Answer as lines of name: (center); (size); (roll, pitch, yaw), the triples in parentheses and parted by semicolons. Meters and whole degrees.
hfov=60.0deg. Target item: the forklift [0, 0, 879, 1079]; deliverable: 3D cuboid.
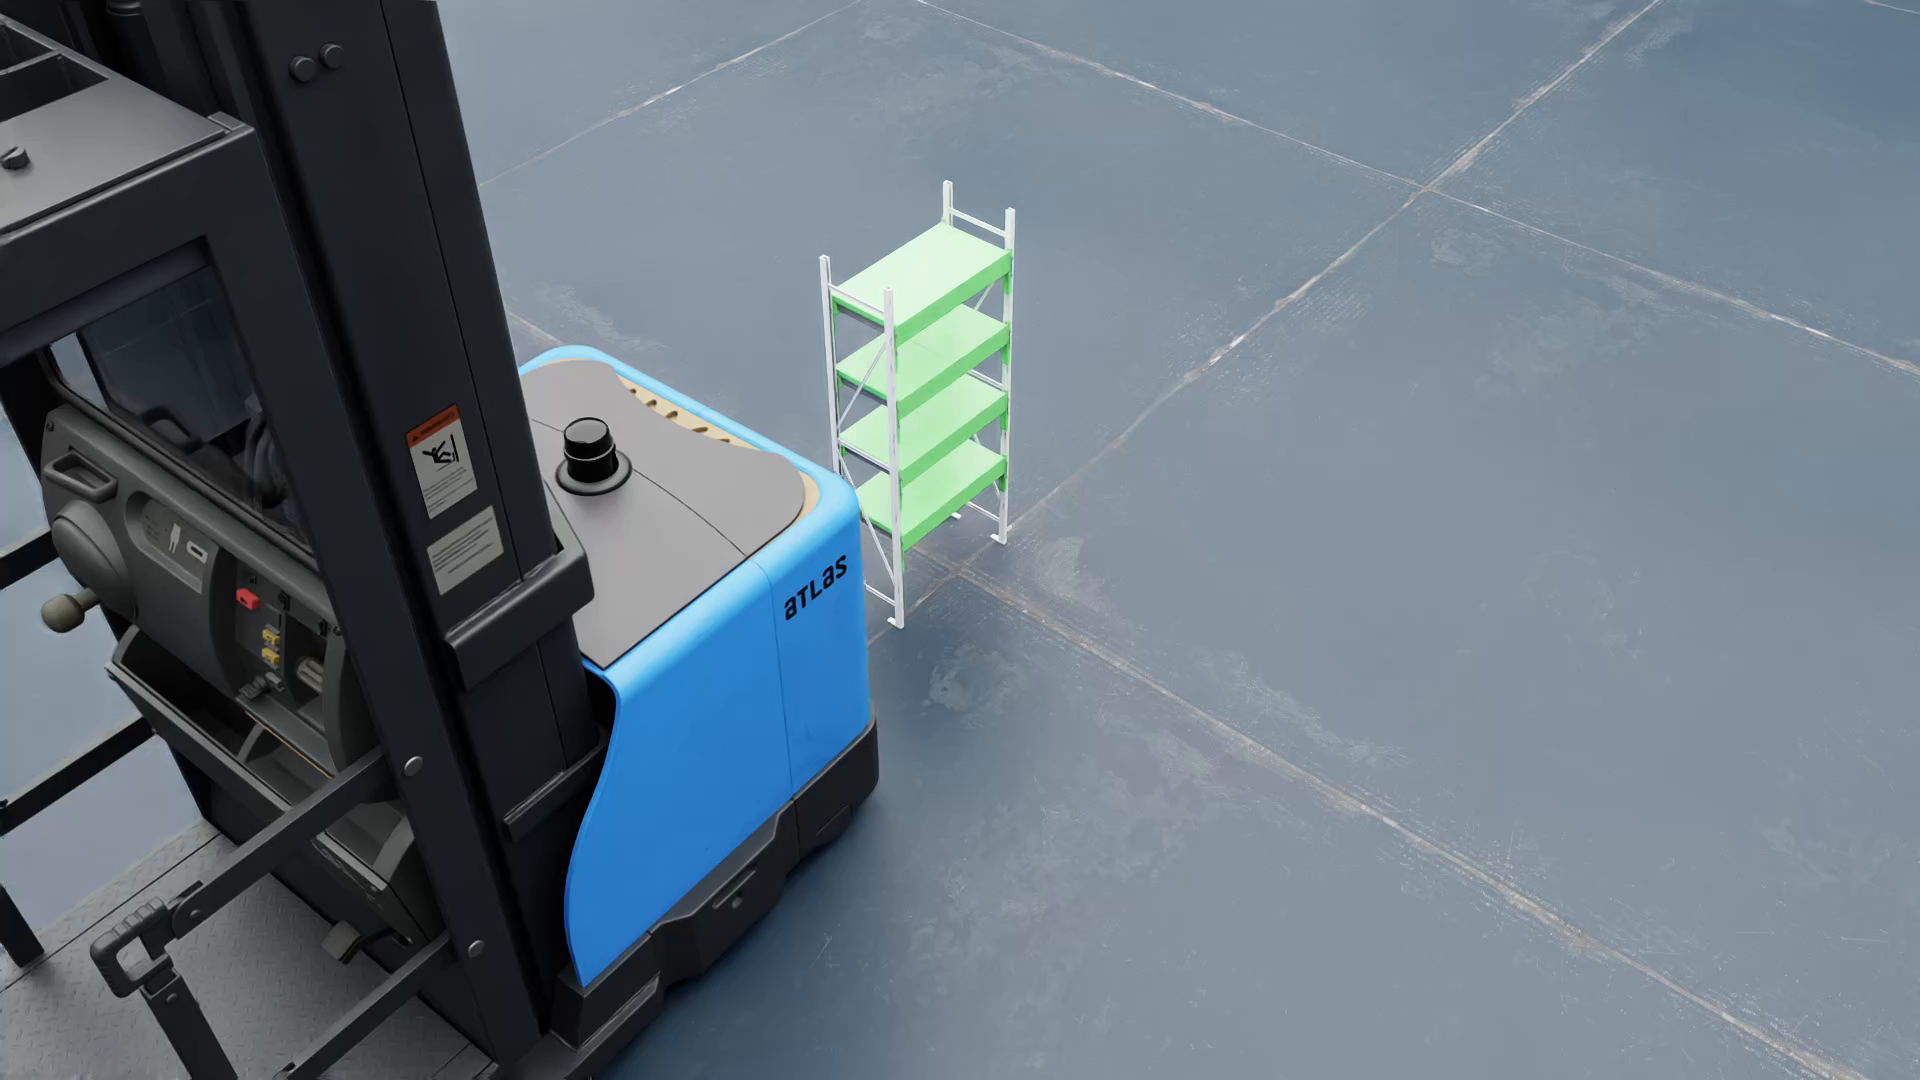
forklift: (-1.518, 0.171, 2.883); (1.130, 2.935, 3.031); (28, 49, 27)

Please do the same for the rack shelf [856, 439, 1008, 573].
rack shelf: (-0.107, -0.134, 4.957); (0.258, 0.148, 0.480); (29, 50, 28)

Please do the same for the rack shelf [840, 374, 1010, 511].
rack shelf: (-0.107, -0.311, 4.796); (0.258, 0.148, 0.480); (29, 50, 28)

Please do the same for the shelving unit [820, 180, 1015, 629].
shelving unit: (-0.107, -0.359, 4.753); (0.258, 1.200, 0.503); (29, 50, 28)

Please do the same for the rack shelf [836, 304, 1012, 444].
rack shelf: (-0.107, -0.489, 4.634); (0.258, 0.148, 0.480); (29, 50, 28)

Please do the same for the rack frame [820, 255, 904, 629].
rack frame: (-0.264, -0.233, 4.614); (0.240, 1.200, 0.015); (29, 50, 28)

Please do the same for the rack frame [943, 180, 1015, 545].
rack frame: (0.050, -0.484, 4.891); (0.240, 1.200, 0.015); (29, 50, 28)

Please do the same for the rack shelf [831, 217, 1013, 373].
rack shelf: (-0.107, -0.667, 4.473); (0.258, 0.148, 0.480); (29, 50, 28)
